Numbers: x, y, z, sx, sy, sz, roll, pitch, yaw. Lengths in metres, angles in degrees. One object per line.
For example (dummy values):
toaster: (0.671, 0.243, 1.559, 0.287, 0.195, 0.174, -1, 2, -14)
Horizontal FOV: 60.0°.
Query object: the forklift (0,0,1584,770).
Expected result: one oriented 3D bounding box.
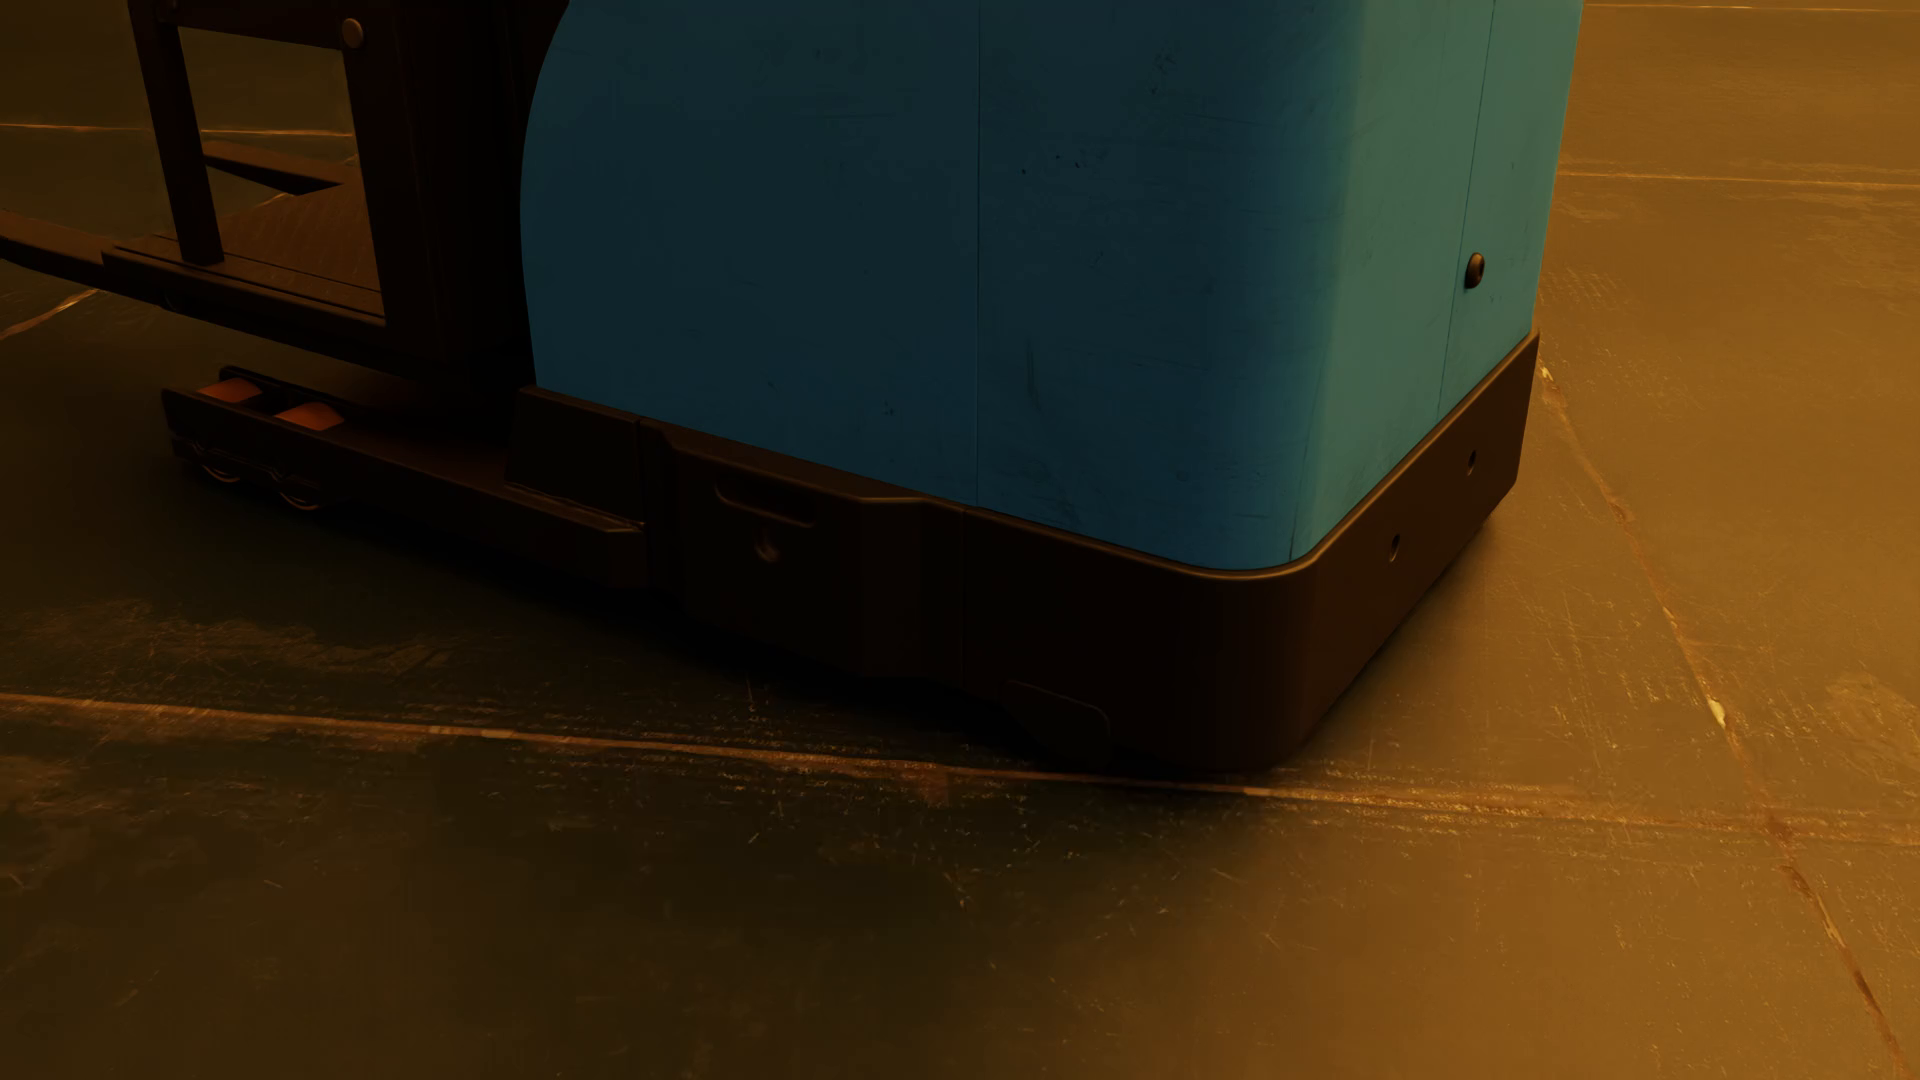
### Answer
forklift: (-0.667, -1.537, 2.298, 3.031, 2.935, 1.130, 16, 31, 29)
